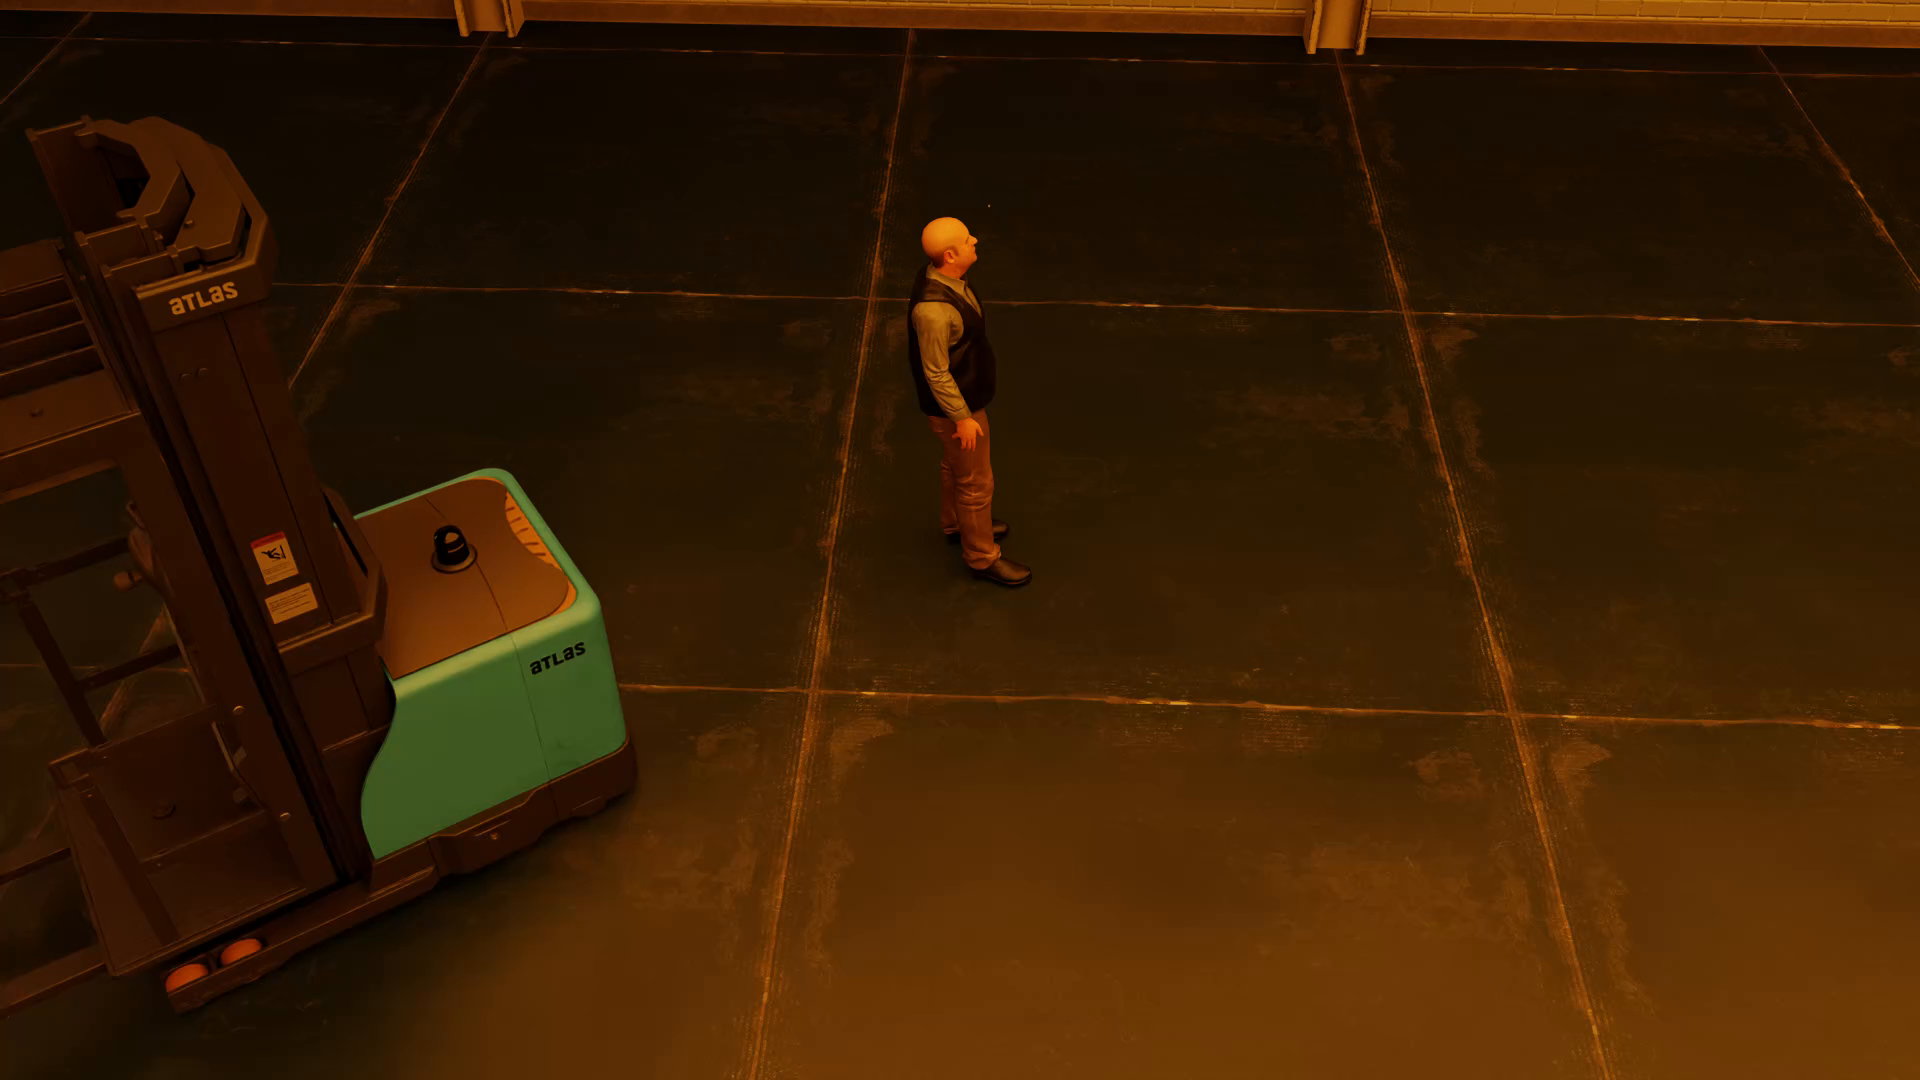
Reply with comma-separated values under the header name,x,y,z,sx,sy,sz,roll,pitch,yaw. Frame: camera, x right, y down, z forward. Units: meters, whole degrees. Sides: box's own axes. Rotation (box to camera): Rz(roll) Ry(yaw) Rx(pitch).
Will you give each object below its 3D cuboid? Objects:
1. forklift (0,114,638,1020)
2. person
name,x,y,z,sx,sy,sz,roll,pitch,yaw
forklift,-2.824,0.210,5.512,3.031,2.935,1.130,-24,47,-24
person,0.061,-0.633,7.323,0.568,1.720,0.632,2,42,2
